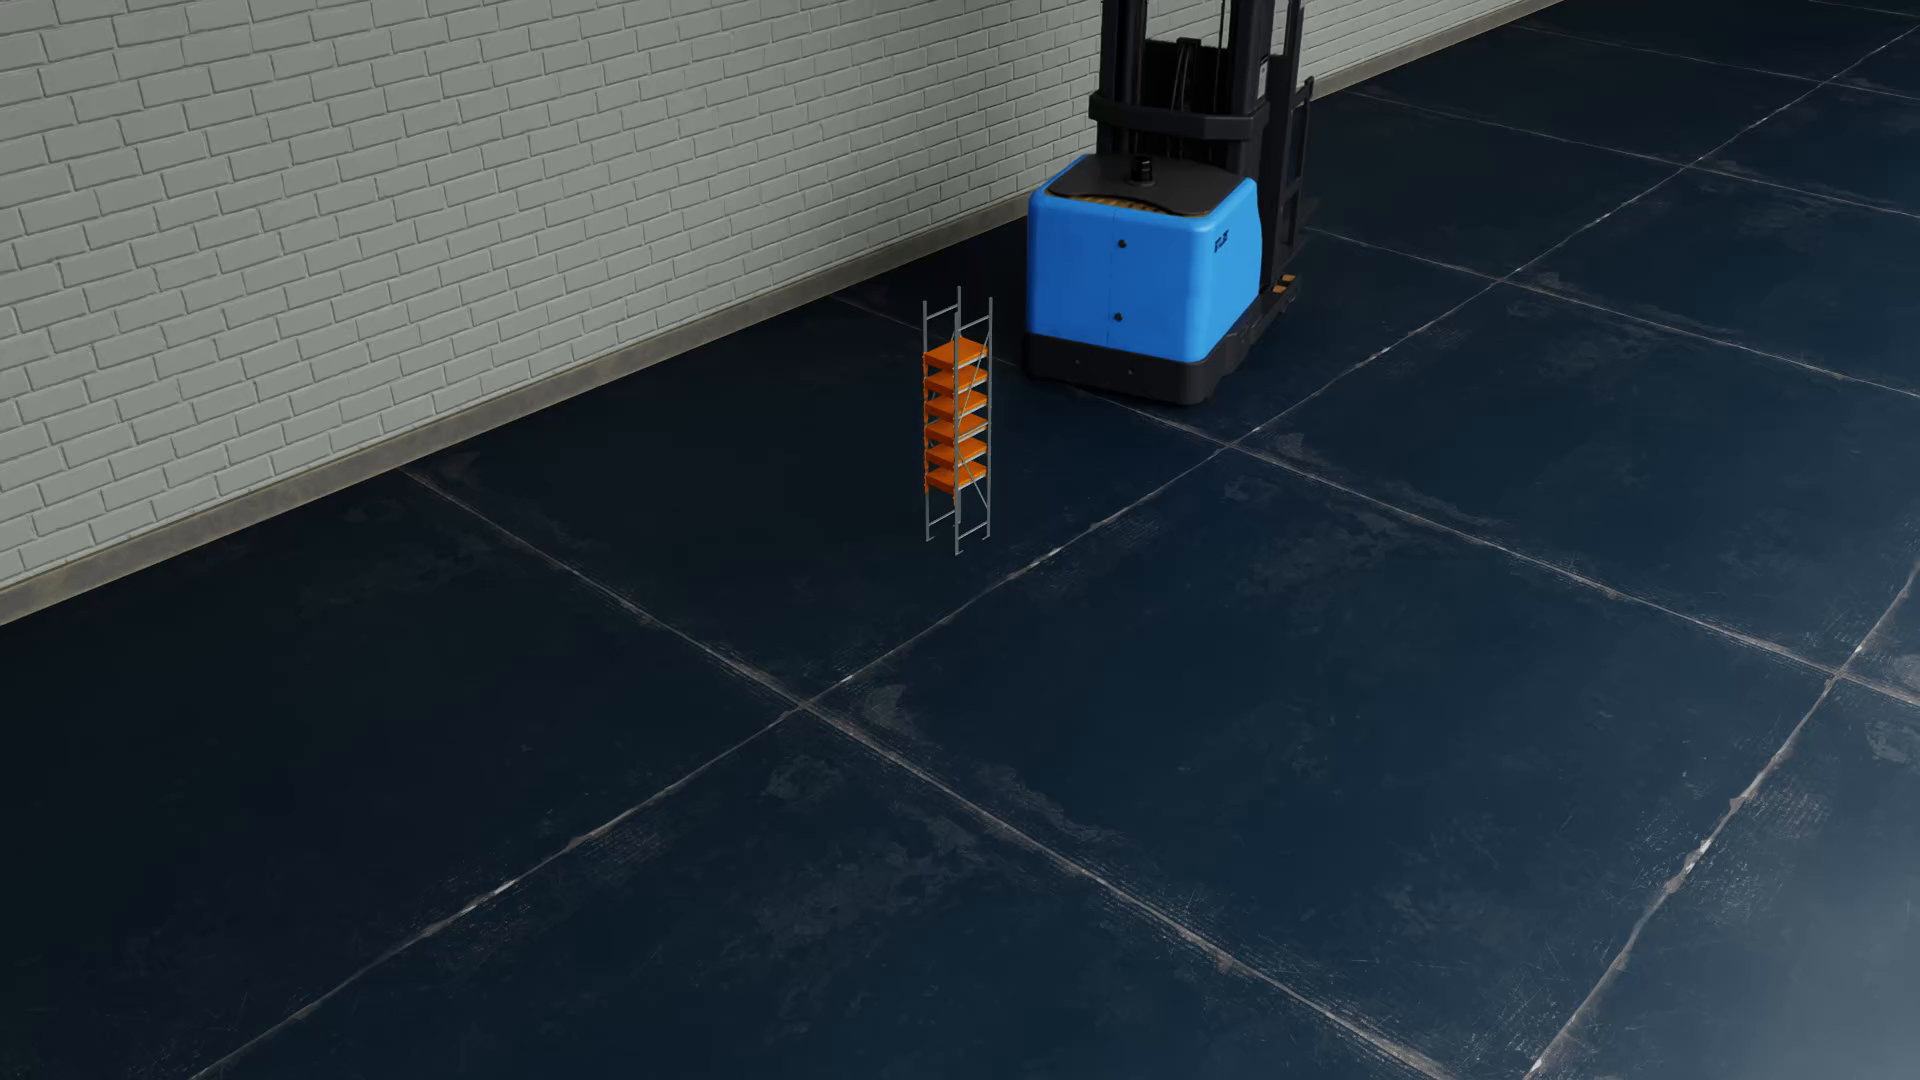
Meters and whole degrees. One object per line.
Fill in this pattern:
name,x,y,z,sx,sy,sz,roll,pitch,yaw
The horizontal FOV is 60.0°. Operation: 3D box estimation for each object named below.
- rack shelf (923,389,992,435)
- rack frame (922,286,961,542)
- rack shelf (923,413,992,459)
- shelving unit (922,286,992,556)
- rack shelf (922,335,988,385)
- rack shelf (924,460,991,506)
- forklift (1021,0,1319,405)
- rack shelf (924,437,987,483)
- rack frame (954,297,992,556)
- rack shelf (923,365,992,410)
rack shelf,-0.011,-0.584,7.410,0.180,0.103,0.258,25,39,35
rack frame,-0.079,-0.551,7.501,0.006,1.200,0.240,25,39,35
rack shelf,-0.011,-0.481,7.472,0.180,0.103,0.258,25,39,35
shelving unit,-0.011,-0.519,7.449,0.189,1.200,0.258,25,39,35
rack shelf,-0.011,-0.789,7.286,0.180,0.103,0.258,25,39,35
rack shelf,-0.011,-0.275,7.596,0.180,0.103,0.258,25,39,35
forklift,1.434,-2.710,9.410,1.130,2.935,3.031,14,34,22
rack shelf,-0.011,-0.378,7.534,0.180,0.103,0.258,25,39,35
rack frame,0.057,-0.487,7.396,0.006,1.200,0.240,25,39,35
rack shelf,-0.011,-0.687,7.348,0.180,0.103,0.258,25,39,35
